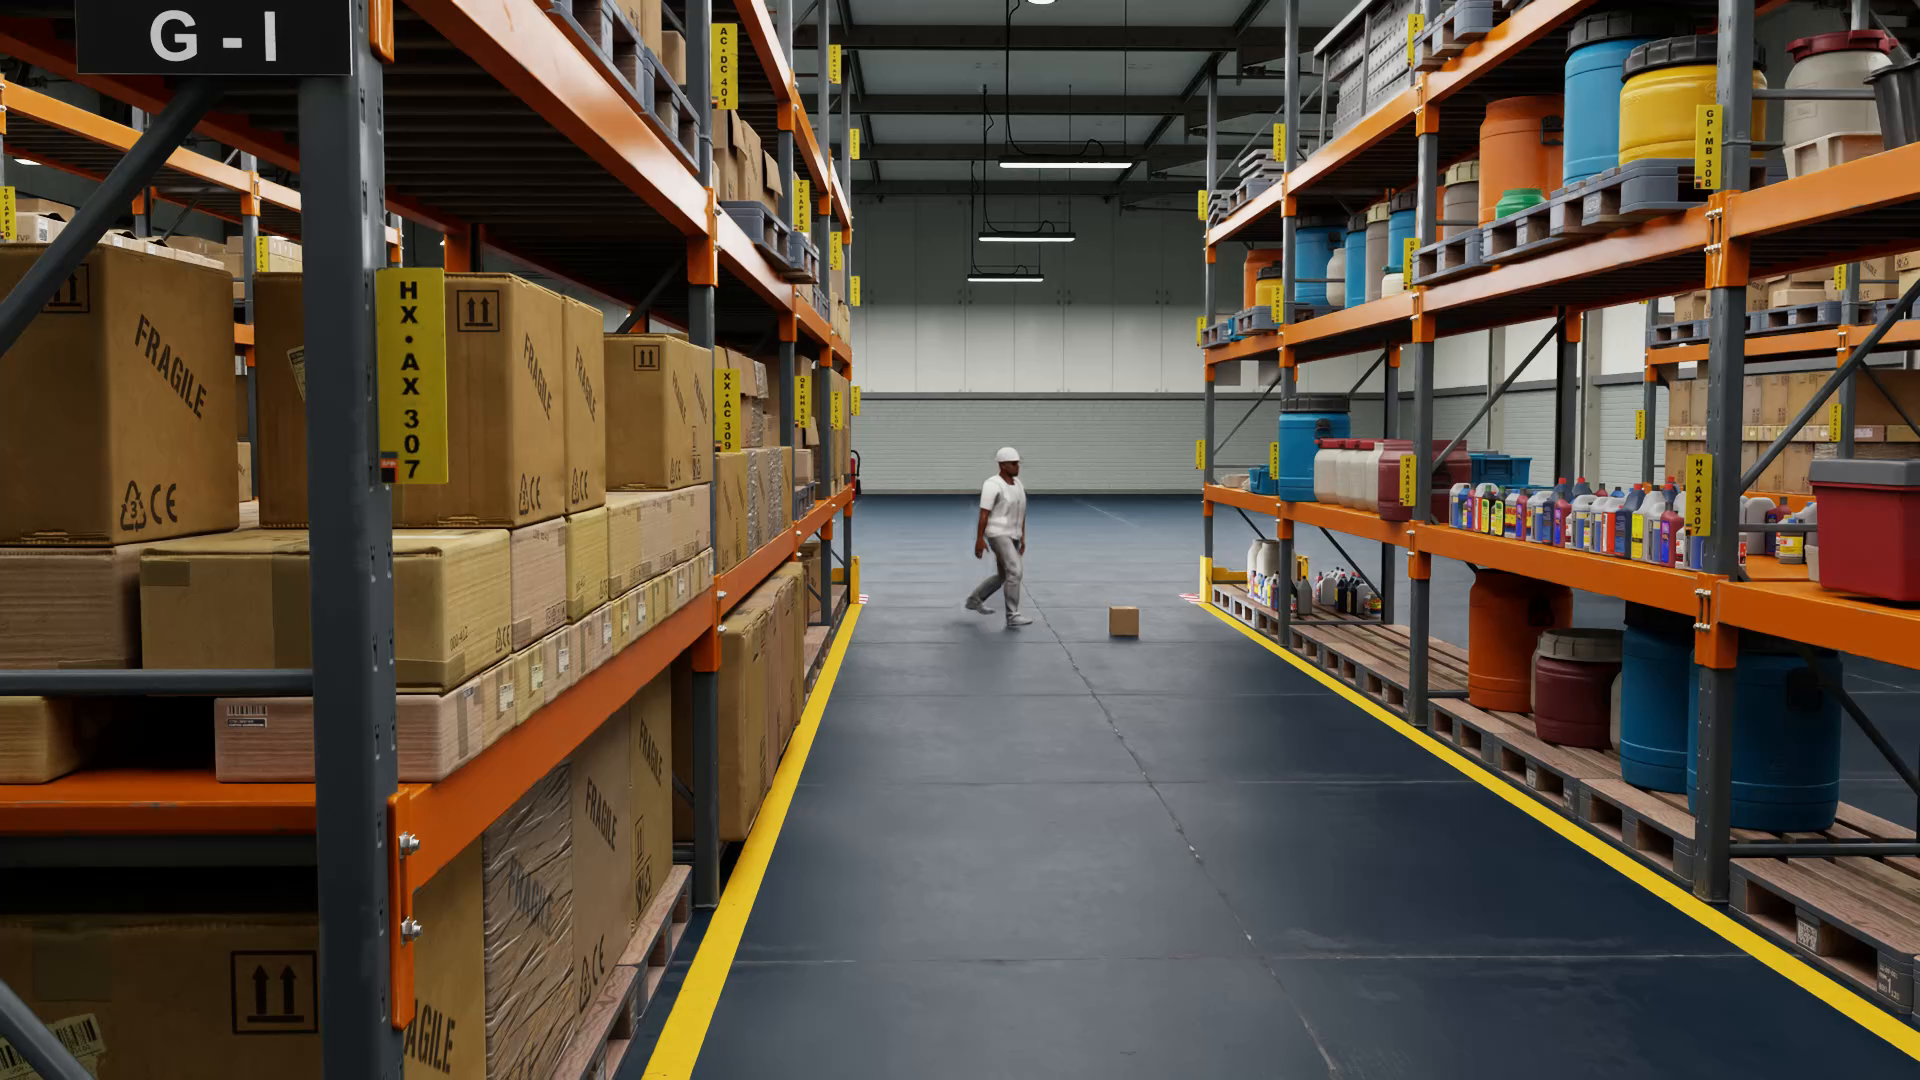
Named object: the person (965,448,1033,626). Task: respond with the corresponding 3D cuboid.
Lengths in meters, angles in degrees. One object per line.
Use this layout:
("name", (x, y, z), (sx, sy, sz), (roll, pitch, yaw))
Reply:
("person", (0.396, -0.038, 16.258), (0.913, 1.727, 0.602), (3, 4, 34))
